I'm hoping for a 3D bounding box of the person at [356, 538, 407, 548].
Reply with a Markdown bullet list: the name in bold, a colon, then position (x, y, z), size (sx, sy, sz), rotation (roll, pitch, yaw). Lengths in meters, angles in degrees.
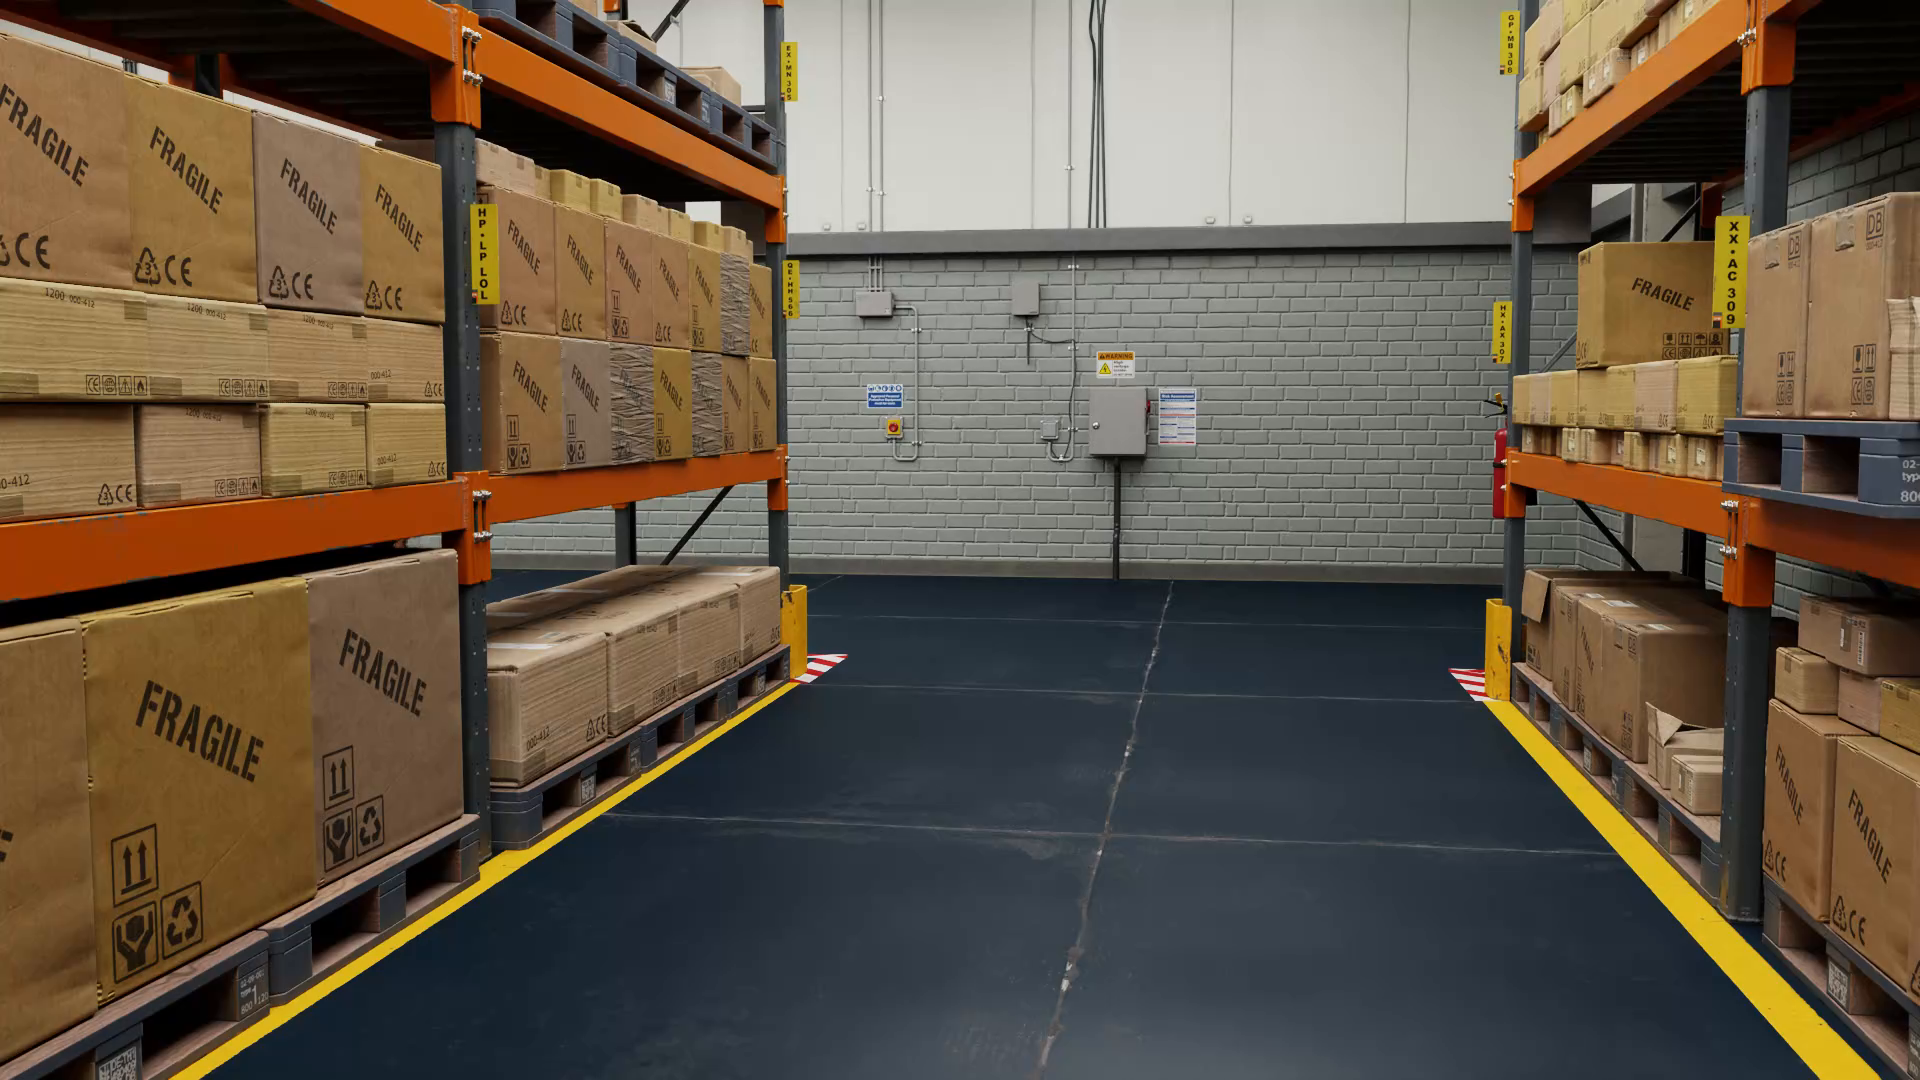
- **person**: position (-3.079, 0.016, 8.581), size (0.521, 1.640, 0.483), rotation (1, 5, 7)
